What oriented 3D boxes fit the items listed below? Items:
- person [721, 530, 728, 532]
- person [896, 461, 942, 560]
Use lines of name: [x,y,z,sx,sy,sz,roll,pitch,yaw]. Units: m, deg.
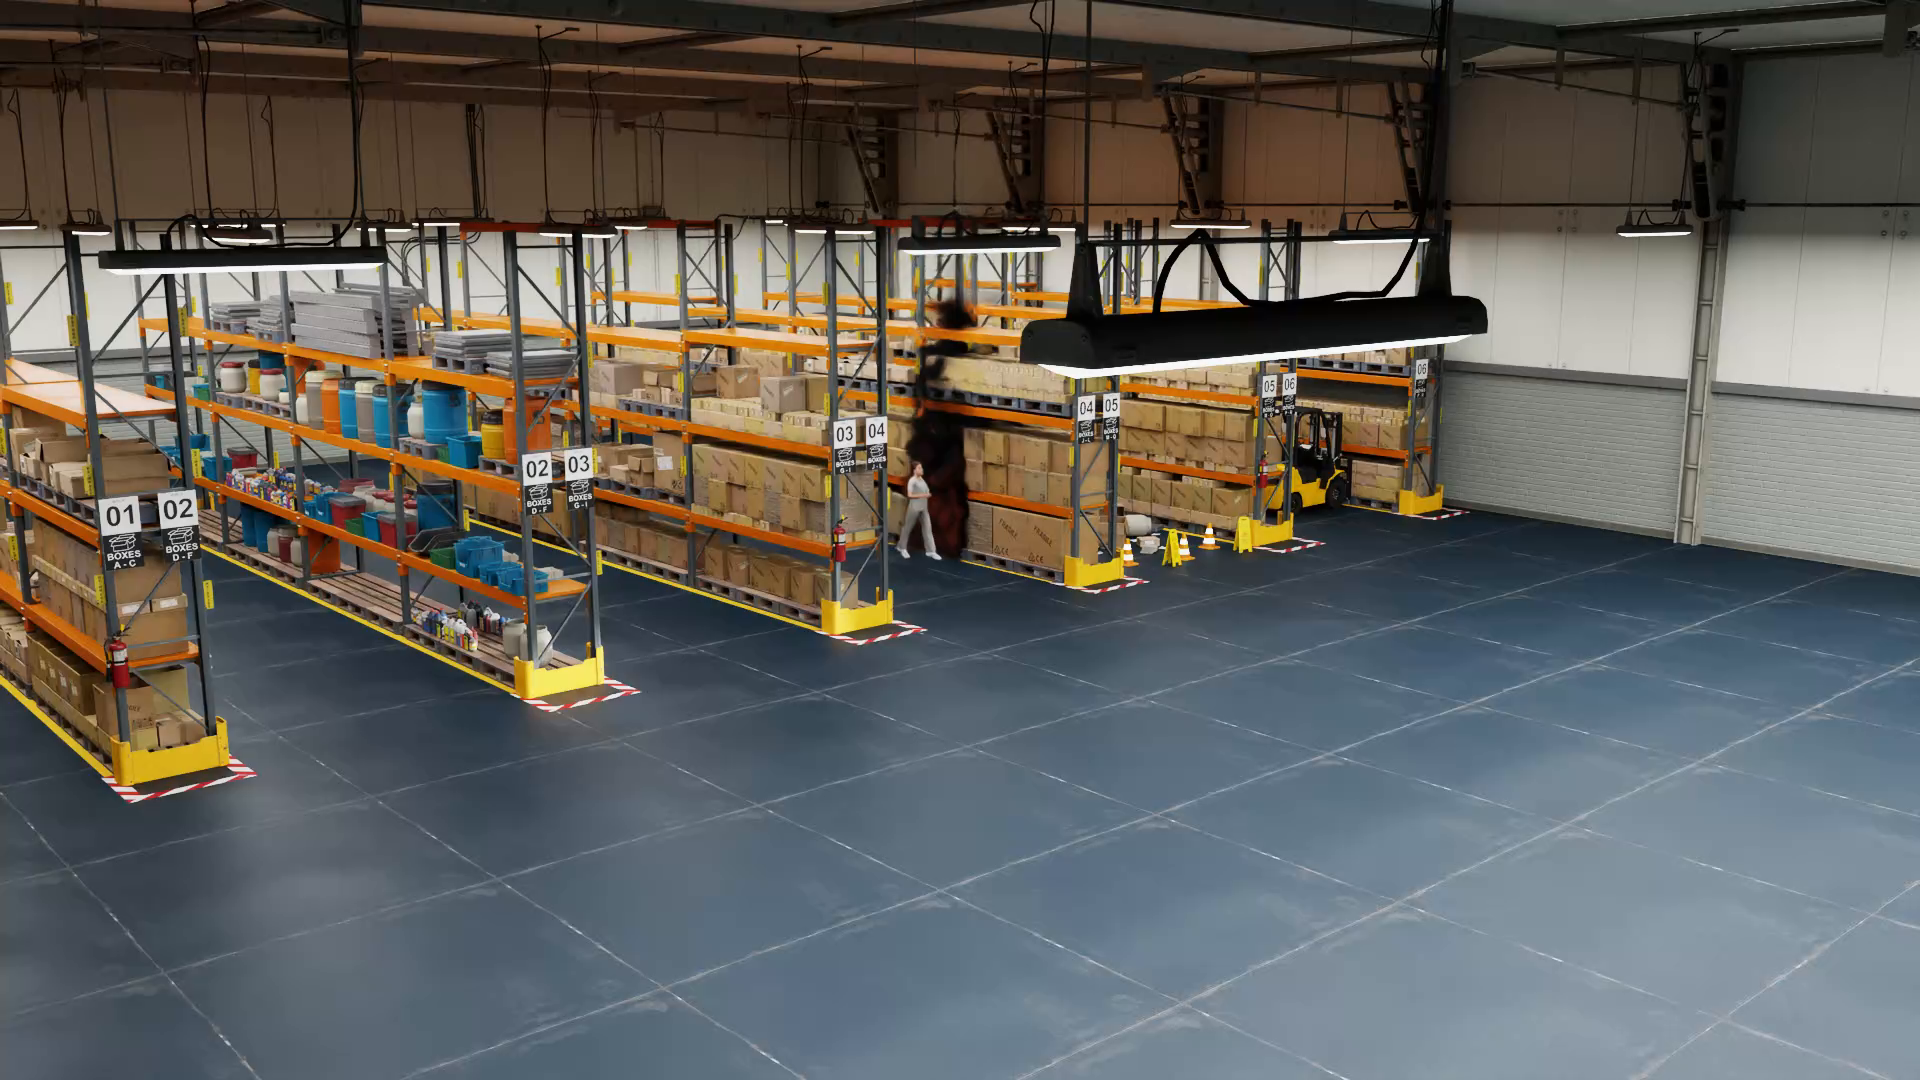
person: [-4.267,-0.977,30.926,0.597,1.799,0.666,10,15,42]
person: [-0.718,-0.505,28.591,0.884,1.706,0.565,8,14,33]
